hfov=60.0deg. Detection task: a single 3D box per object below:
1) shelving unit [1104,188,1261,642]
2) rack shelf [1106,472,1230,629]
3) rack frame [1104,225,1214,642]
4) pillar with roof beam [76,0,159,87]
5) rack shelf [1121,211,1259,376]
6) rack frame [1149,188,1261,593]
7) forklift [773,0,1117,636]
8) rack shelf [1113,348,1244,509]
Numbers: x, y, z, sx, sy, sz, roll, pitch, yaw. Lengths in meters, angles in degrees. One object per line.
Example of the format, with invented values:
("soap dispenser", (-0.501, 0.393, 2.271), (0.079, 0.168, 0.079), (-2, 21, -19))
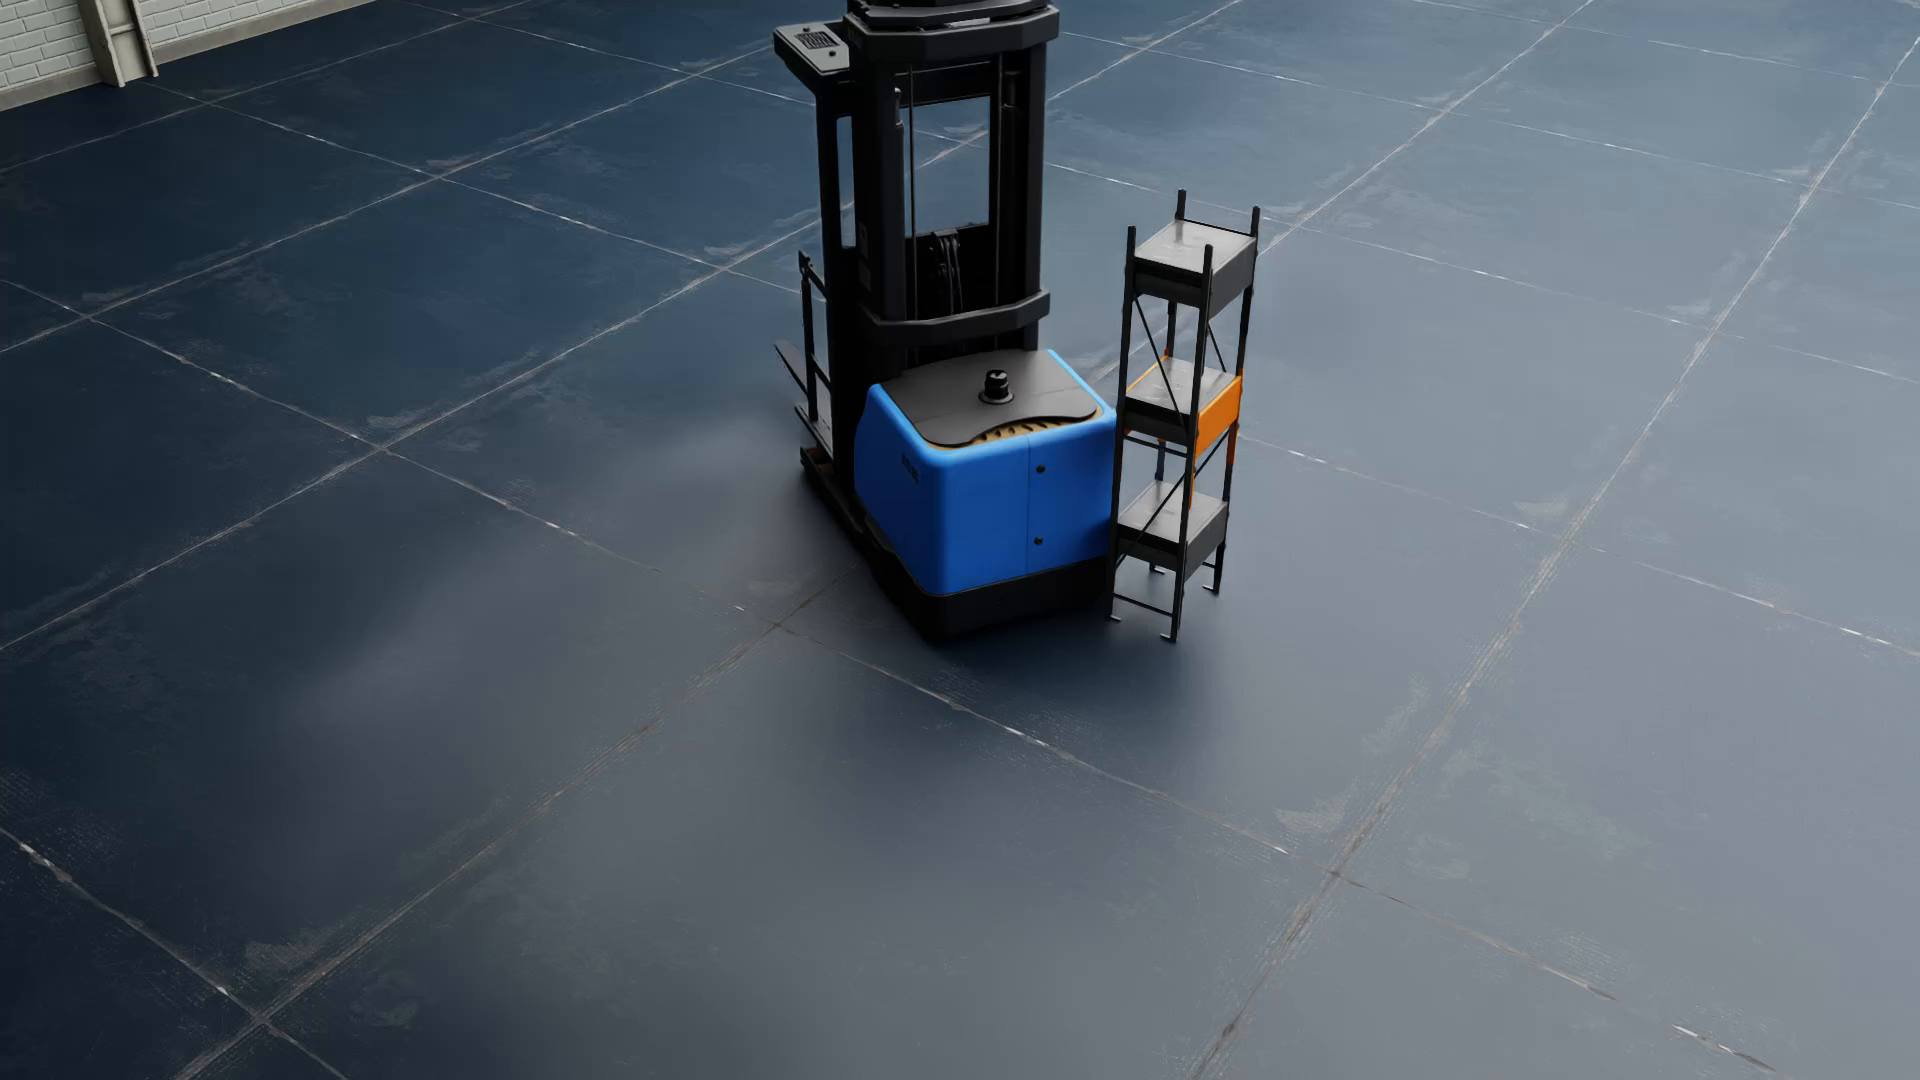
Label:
("shelving unit", (1.030, -0.545, 7.857), (0.431, 2.100, 0.503), (20, 39, 26))
("rack shelf", (1.030, 0.046, 8.257), (0.431, 0.518, 0.480), (20, 39, 26))
("rack frame", (0.899, -0.430, 7.687), (0.400, 2.100, 0.015), (20, 39, 26))
("pillar with roof beam", (-4.029, -6.561, 10.595), (9.100, 9.000, 0.400), (21, 39, 28))
("rack shelf", (1.030, -1.114, 7.473), (0.431, 0.518, 0.480), (20, 39, 26))
("rack frame", (1.161, -0.660, 8.028), (0.400, 2.100, 0.015), (20, 39, 26))
("forklift", (-0.258, -1.562, 8.619), (1.130, 2.935, 3.031), (-13, 36, -19))
("rack shelf", (1.030, -0.534, 7.865), (0.431, 0.518, 0.480), (20, 39, 26))
